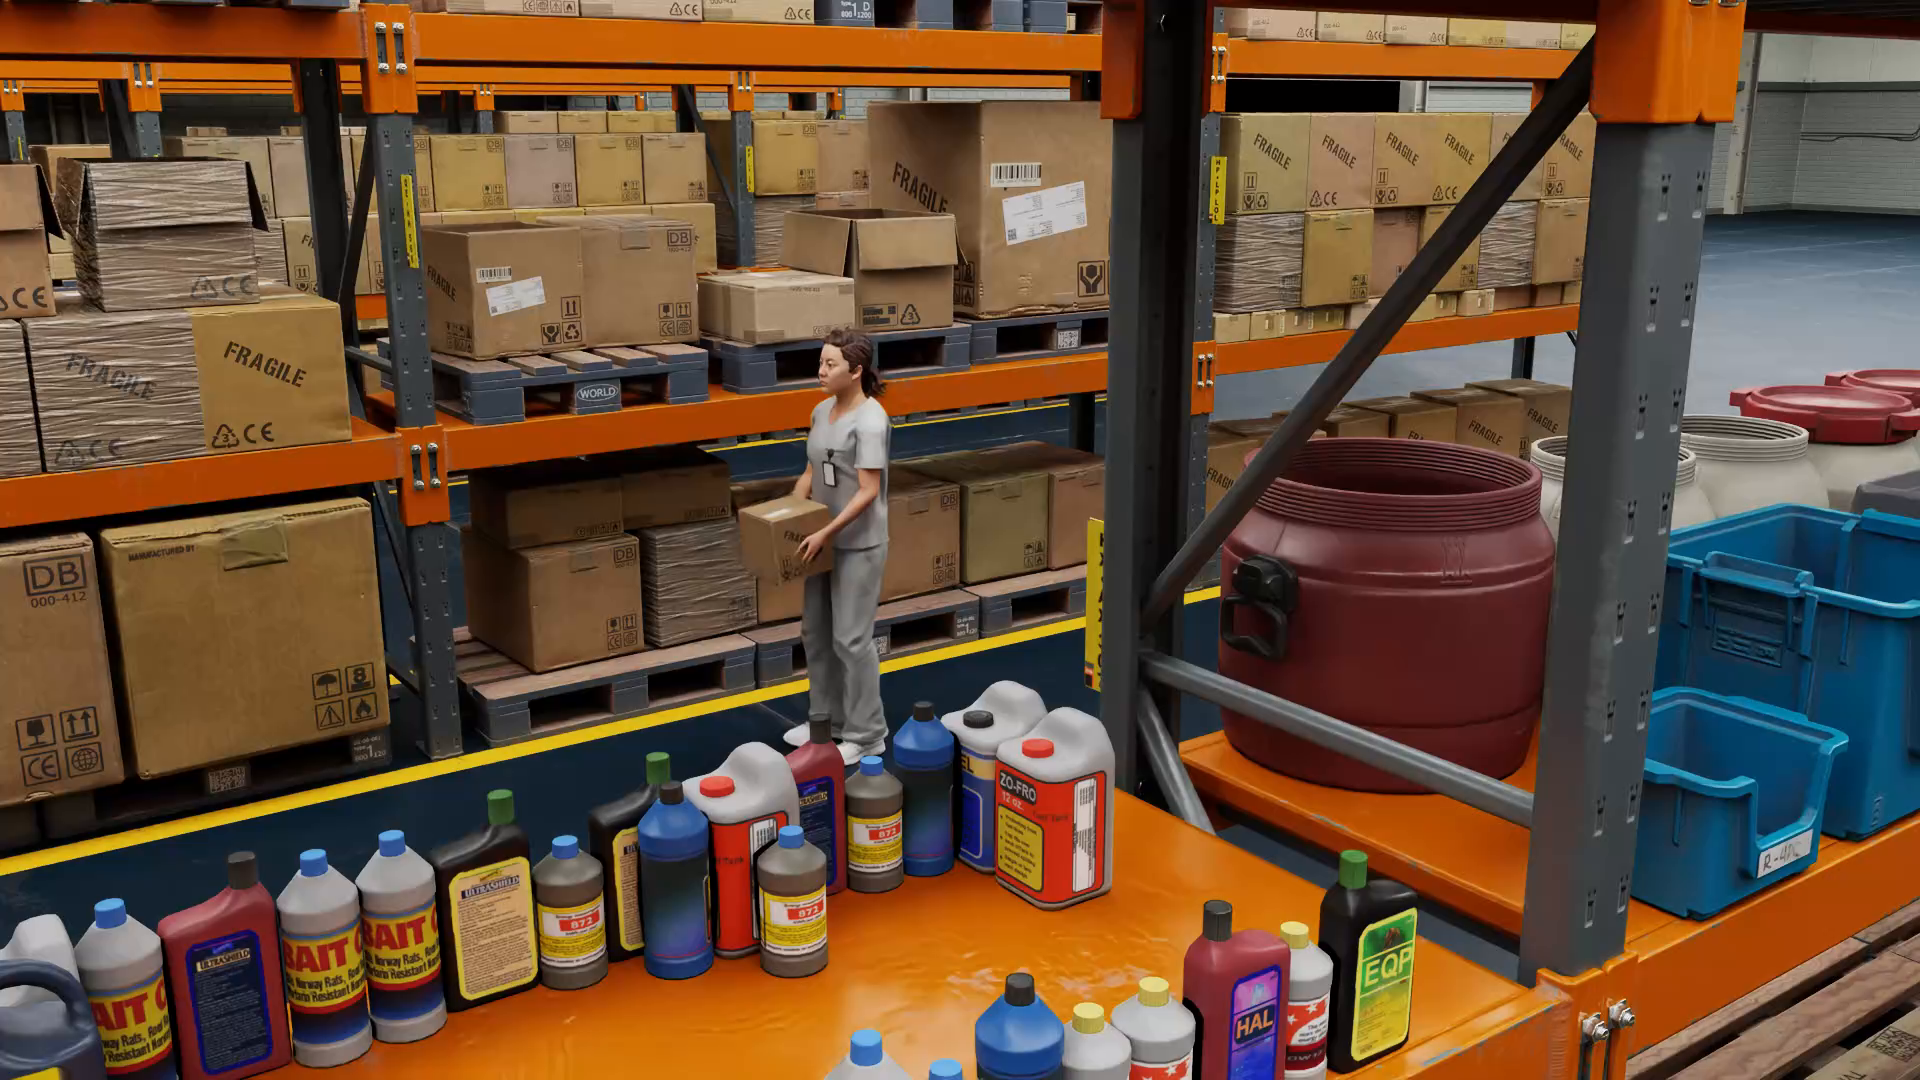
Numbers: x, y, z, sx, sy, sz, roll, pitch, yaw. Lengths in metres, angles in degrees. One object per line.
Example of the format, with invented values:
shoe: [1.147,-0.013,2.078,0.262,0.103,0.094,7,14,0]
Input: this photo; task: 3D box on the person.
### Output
person: [-0.491,0.041,6.387,0.457,1.657,0.464,-11,18,-35]
